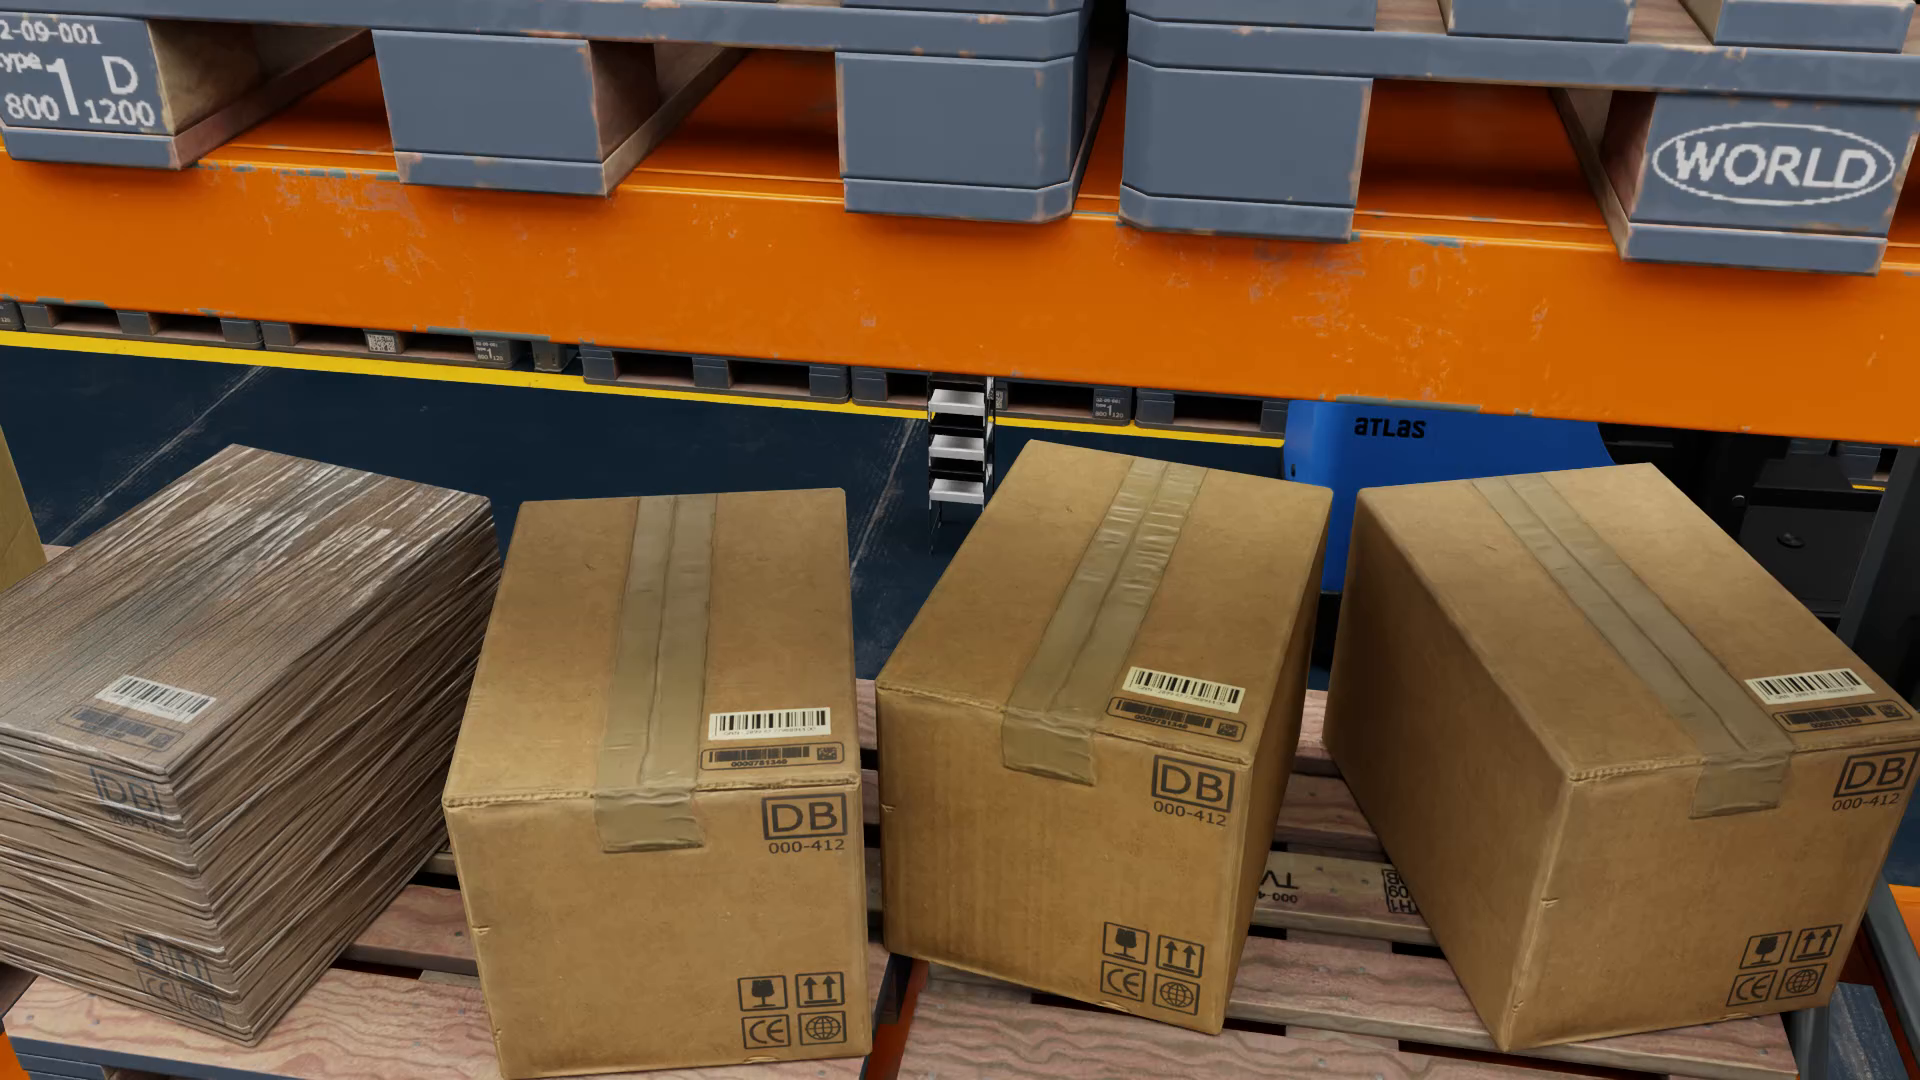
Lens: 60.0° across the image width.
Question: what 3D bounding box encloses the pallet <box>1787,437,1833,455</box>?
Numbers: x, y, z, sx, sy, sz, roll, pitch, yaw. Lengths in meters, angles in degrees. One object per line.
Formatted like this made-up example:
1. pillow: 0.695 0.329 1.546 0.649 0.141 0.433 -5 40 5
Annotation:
1. pallet: 2.920 -0.632 7.060 1.213 0.211 1.003 5 32 8

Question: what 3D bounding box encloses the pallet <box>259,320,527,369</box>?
1. pallet: -2.530 -1.168 7.917 1.213 0.211 1.003 5 32 8

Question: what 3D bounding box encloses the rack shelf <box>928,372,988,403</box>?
1. rack shelf: 0.008 -0.581 5.884 0.200 0.077 0.258 5 32 8

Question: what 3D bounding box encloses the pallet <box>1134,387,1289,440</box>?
1. pallet: 1.410 -0.770 7.281 1.213 0.211 1.003 5 32 8

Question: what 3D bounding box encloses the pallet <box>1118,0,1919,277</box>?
1. pallet: 0.722 -0.618 1.760 1.003 0.211 1.213 5 32 8

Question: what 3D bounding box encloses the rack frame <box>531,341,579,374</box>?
1. rack frame: -1.760 -2.280 7.065 0.127 3.000 1.000 5 32 8

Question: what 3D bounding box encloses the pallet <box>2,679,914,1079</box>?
1. pallet: -0.672 0.564 2.702 1.213 0.211 1.003 5 32 8

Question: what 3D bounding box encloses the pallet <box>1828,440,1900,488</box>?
1. pallet: 4.126 -0.524 6.888 1.213 0.211 1.003 5 32 8

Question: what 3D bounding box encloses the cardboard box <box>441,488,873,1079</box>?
1. cardboard box: -0.399 0.323 2.417 0.500 0.500 0.700 -3 32 -4

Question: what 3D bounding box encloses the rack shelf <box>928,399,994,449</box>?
1. rack shelf: 0.008 -0.429 5.980 0.200 0.077 0.258 5 32 8

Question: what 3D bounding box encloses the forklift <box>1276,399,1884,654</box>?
1. forklift: 2.646 -0.994 5.076 3.031 2.935 1.130 4 32 6

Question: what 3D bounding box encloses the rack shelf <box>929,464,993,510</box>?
1. rack shelf: 0.008 -0.200 6.123 0.200 0.077 0.258 5 32 8

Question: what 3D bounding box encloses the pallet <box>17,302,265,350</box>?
1. pallet: -3.729 -1.278 8.093 1.213 0.211 1.003 5 32 8

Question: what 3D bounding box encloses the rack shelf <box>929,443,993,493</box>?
1. rack shelf: 0.008 -0.276 6.076 0.200 0.077 0.258 5 32 8

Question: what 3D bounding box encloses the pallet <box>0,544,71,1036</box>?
1. pallet: -1.910 0.417 2.938 1.003 0.211 1.213 5 32 8

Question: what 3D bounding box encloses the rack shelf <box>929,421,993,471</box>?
1. rack shelf: 0.008 -0.352 6.028 0.200 0.077 0.258 5 32 8

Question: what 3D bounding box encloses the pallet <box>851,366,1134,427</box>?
1. pallet: 0.204 -0.878 7.453 1.213 0.211 1.003 5 32 8

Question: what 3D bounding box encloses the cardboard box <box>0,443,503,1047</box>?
1. cardboard box: -1.080 0.270 2.501 0.500 0.500 0.700 11 34 17

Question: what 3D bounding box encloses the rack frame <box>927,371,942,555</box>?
1. rack frame: -0.092 -0.390 6.025 0.006 0.900 0.240 5 32 8

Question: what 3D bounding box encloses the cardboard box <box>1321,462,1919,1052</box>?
1. cardboard box: 0.924 0.289 2.471 0.500 0.500 0.700 -5 32 -8

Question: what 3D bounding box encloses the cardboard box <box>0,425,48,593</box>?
1. cardboard box: -1.950 0.088 2.791 0.500 0.500 0.700 -5 32 -8

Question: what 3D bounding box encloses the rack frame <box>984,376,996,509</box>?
1. rack frame: 0.108 -0.372 5.996 0.006 0.900 0.240 5 32 8

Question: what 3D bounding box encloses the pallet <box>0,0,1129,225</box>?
1. pallet: -0.301 -0.709 1.906 1.003 0.211 1.213 5 32 8

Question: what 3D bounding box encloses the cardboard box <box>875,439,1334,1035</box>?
1. cardboard box: 0.236 0.261 2.516 0.500 0.500 0.700 10 33 16

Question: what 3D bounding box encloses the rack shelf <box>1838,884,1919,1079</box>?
1. rack shelf: 3.325 1.152 2.260 4.000 0.370 1.077 5 32 8

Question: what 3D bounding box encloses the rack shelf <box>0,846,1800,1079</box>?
1. rack shelf: -0.618 0.795 2.831 4.000 0.370 1.077 5 32 8

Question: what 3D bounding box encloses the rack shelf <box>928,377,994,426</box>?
1. rack shelf: 0.008 -0.505 5.932 0.200 0.077 0.258 5 32 8

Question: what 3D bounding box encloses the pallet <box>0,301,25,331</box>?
1. pallet: -4.935 -1.386 8.265 1.213 0.211 1.003 5 32 8

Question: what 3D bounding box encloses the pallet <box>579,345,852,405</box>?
1. pallet: -0.995 -0.988 7.629 1.213 0.211 1.003 5 32 8

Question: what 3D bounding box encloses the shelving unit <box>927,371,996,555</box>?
1. shelving unit: 0.008 -0.381 6.010 0.210 0.900 0.258 5 32 8

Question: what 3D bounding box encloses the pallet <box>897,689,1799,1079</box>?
1. pallet: 0.584 0.622 2.611 1.213 0.211 1.003 5 32 8
